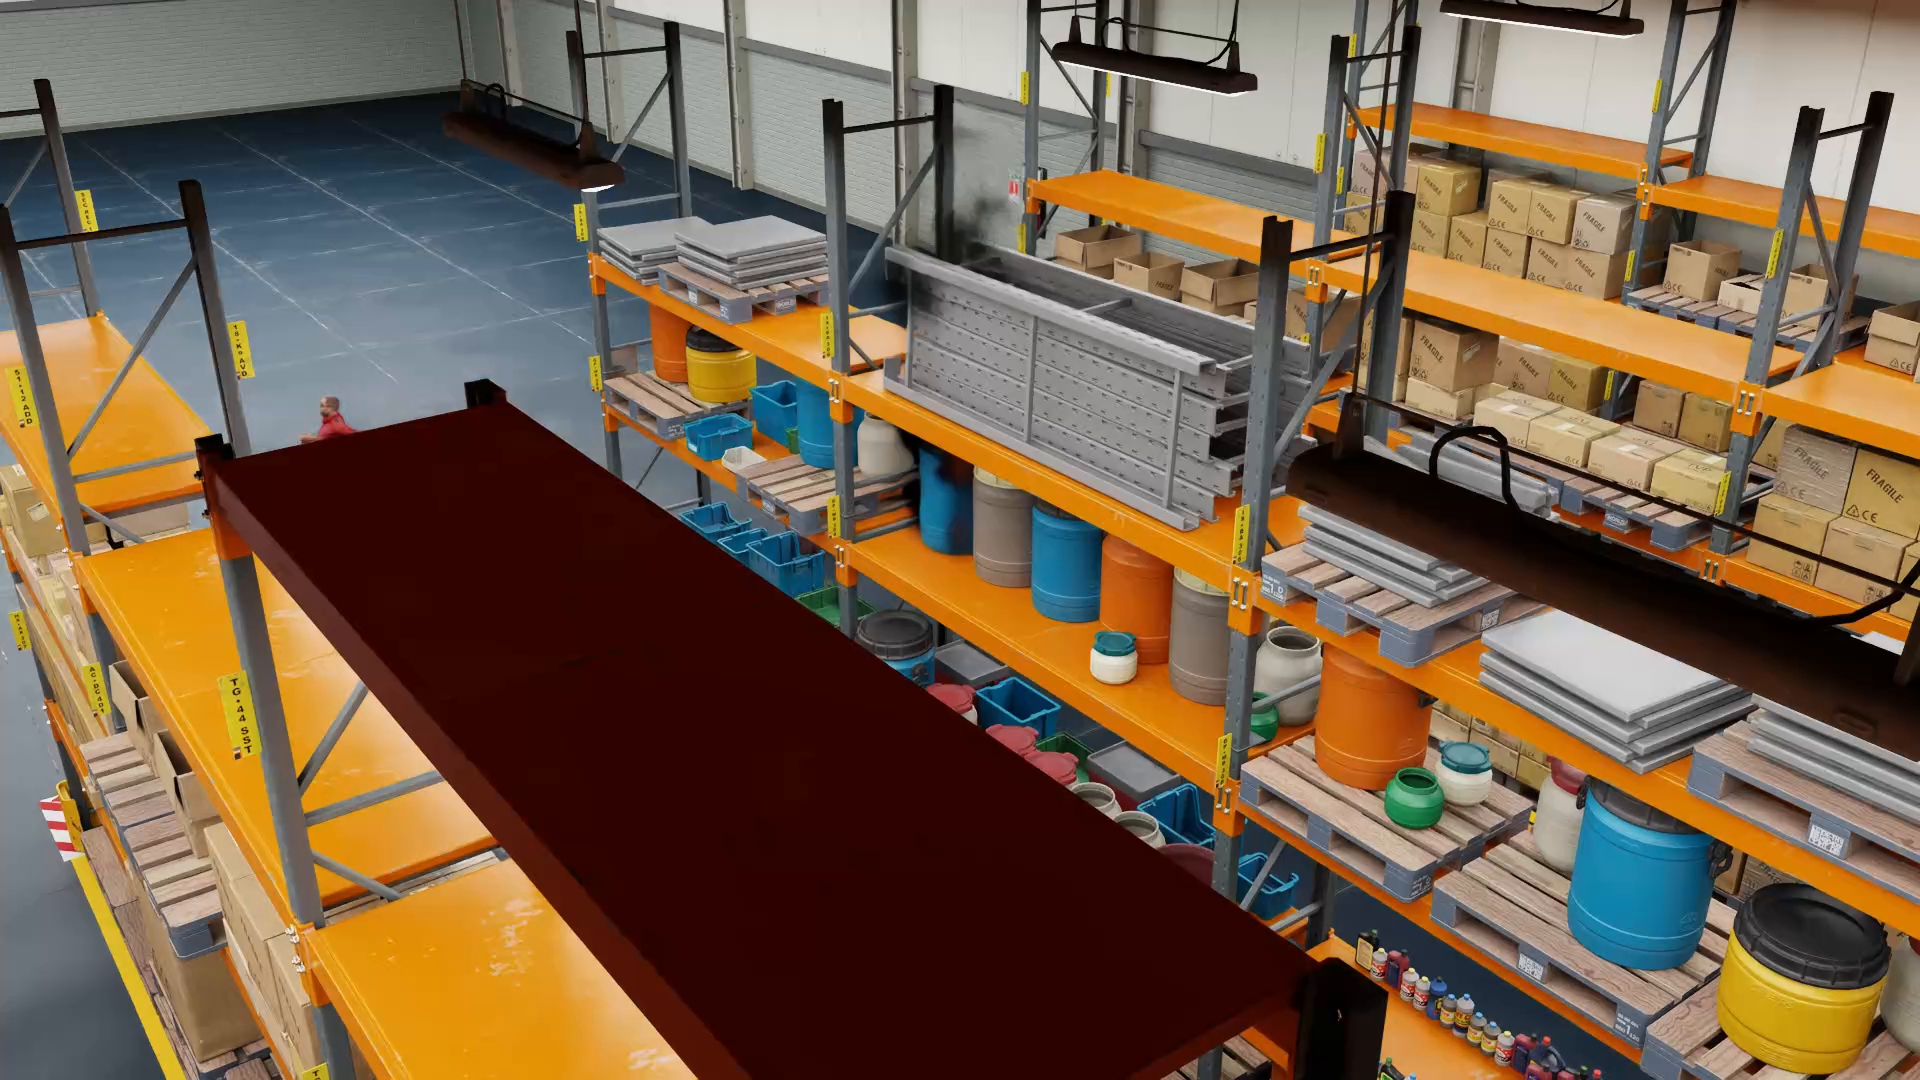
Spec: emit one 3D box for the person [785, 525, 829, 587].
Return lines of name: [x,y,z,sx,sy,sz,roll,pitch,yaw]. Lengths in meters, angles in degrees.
person: [-1.543,0.059,16.742,0.730,1.813,0.988,-20,31,-36]

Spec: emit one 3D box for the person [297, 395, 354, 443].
person: [-6.985,-0.772,18.634,0.727,1.781,0.640,-6,25,-12]
